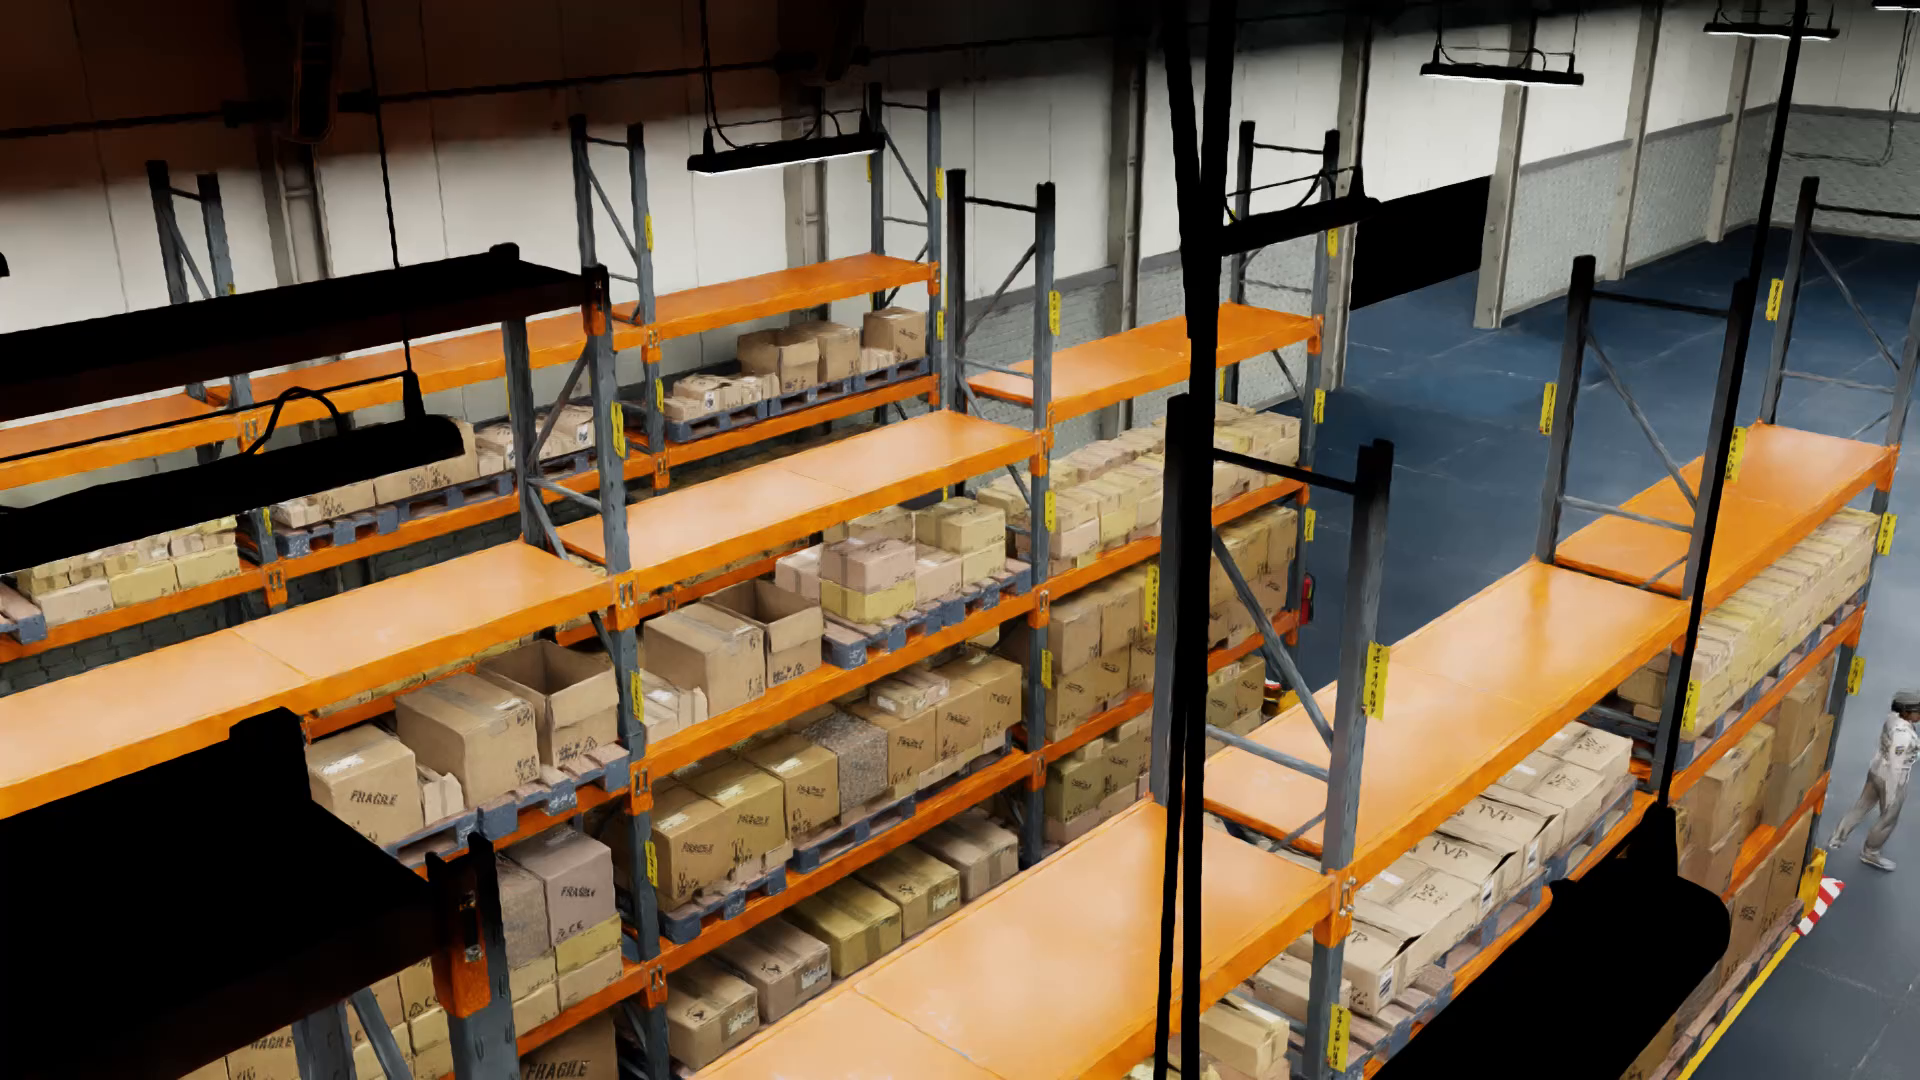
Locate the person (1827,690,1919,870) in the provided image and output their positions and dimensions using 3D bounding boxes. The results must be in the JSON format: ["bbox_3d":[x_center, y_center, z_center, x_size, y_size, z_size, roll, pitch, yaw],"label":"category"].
[{"bbox_3d":[7.990,2.052,14.459,0.524,1.668,0.572,5,22,13],"label":"person"}]
